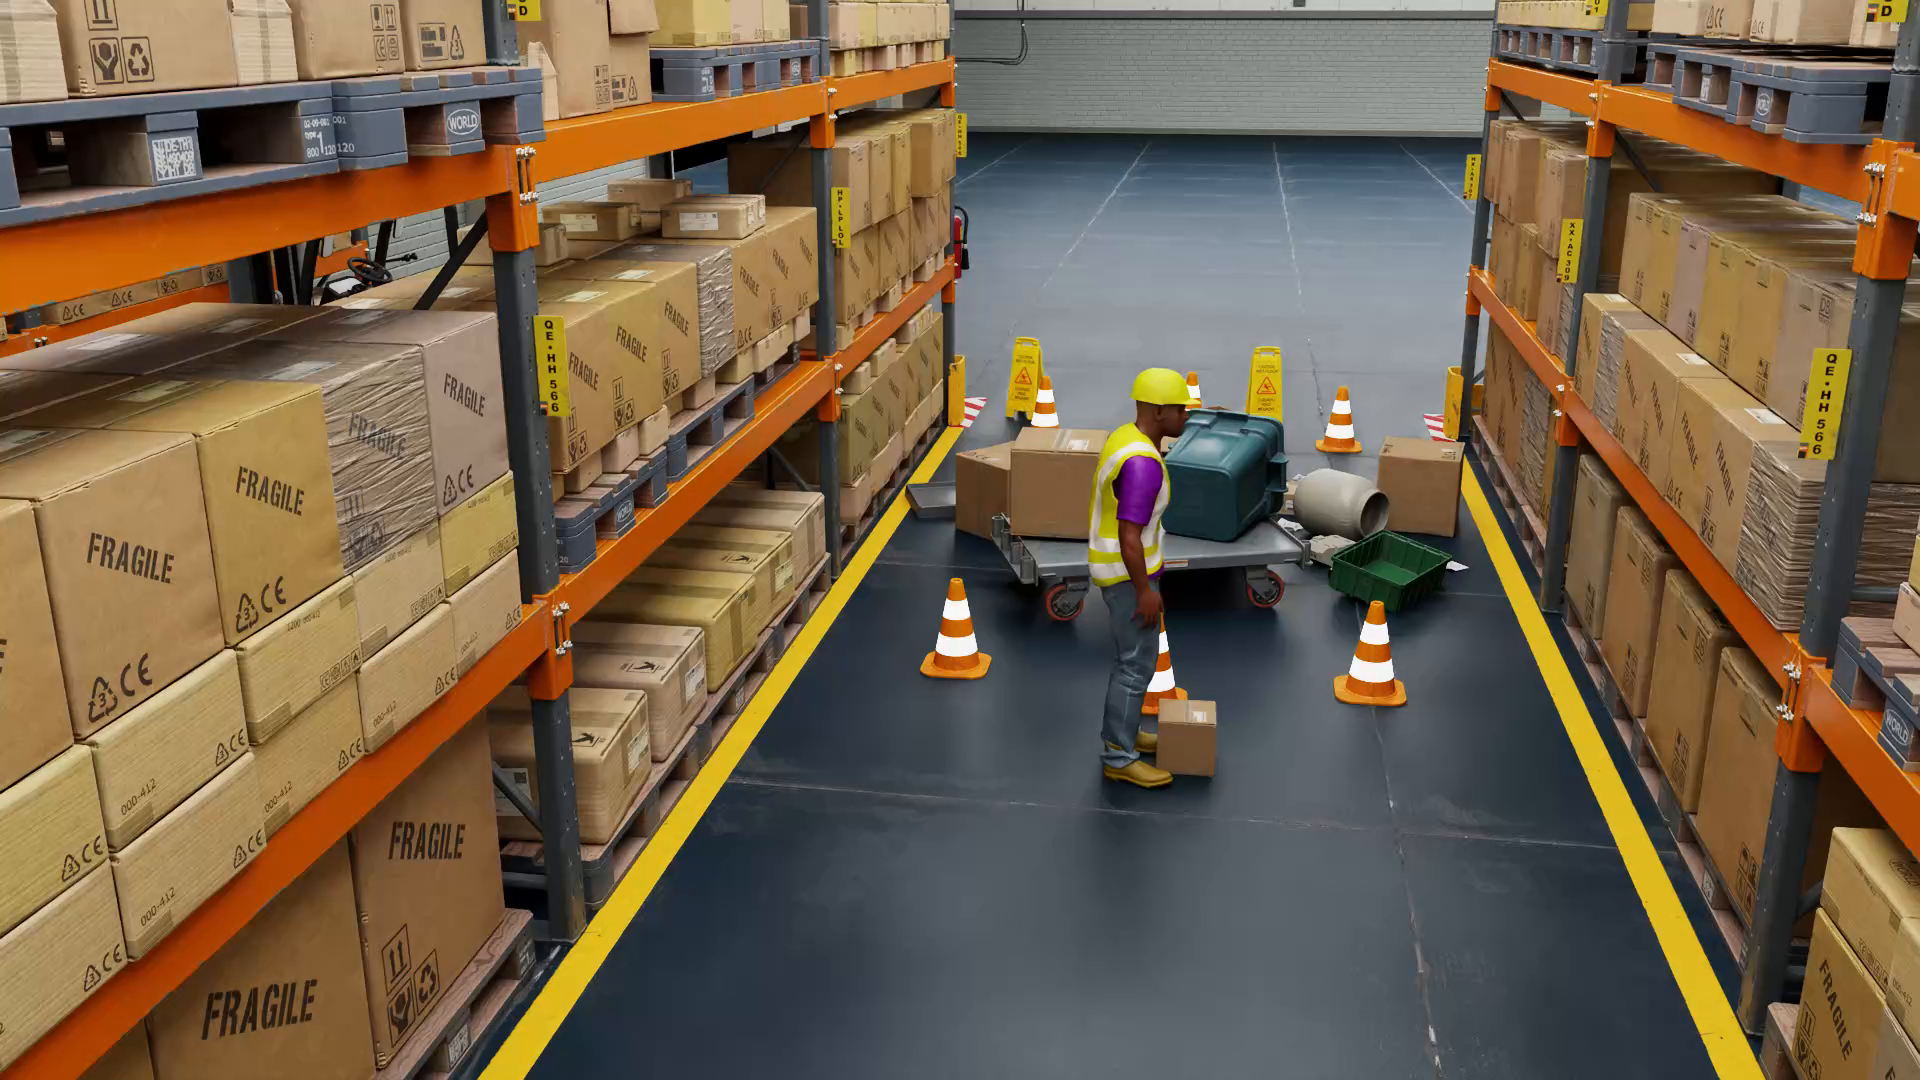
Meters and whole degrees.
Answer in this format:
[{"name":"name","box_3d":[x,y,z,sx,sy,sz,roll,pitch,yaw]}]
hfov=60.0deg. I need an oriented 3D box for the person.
[{"name":"person","box_3d":[0.768,0.136,7.099,0.454,1.761,0.636,2,18,6]}]
